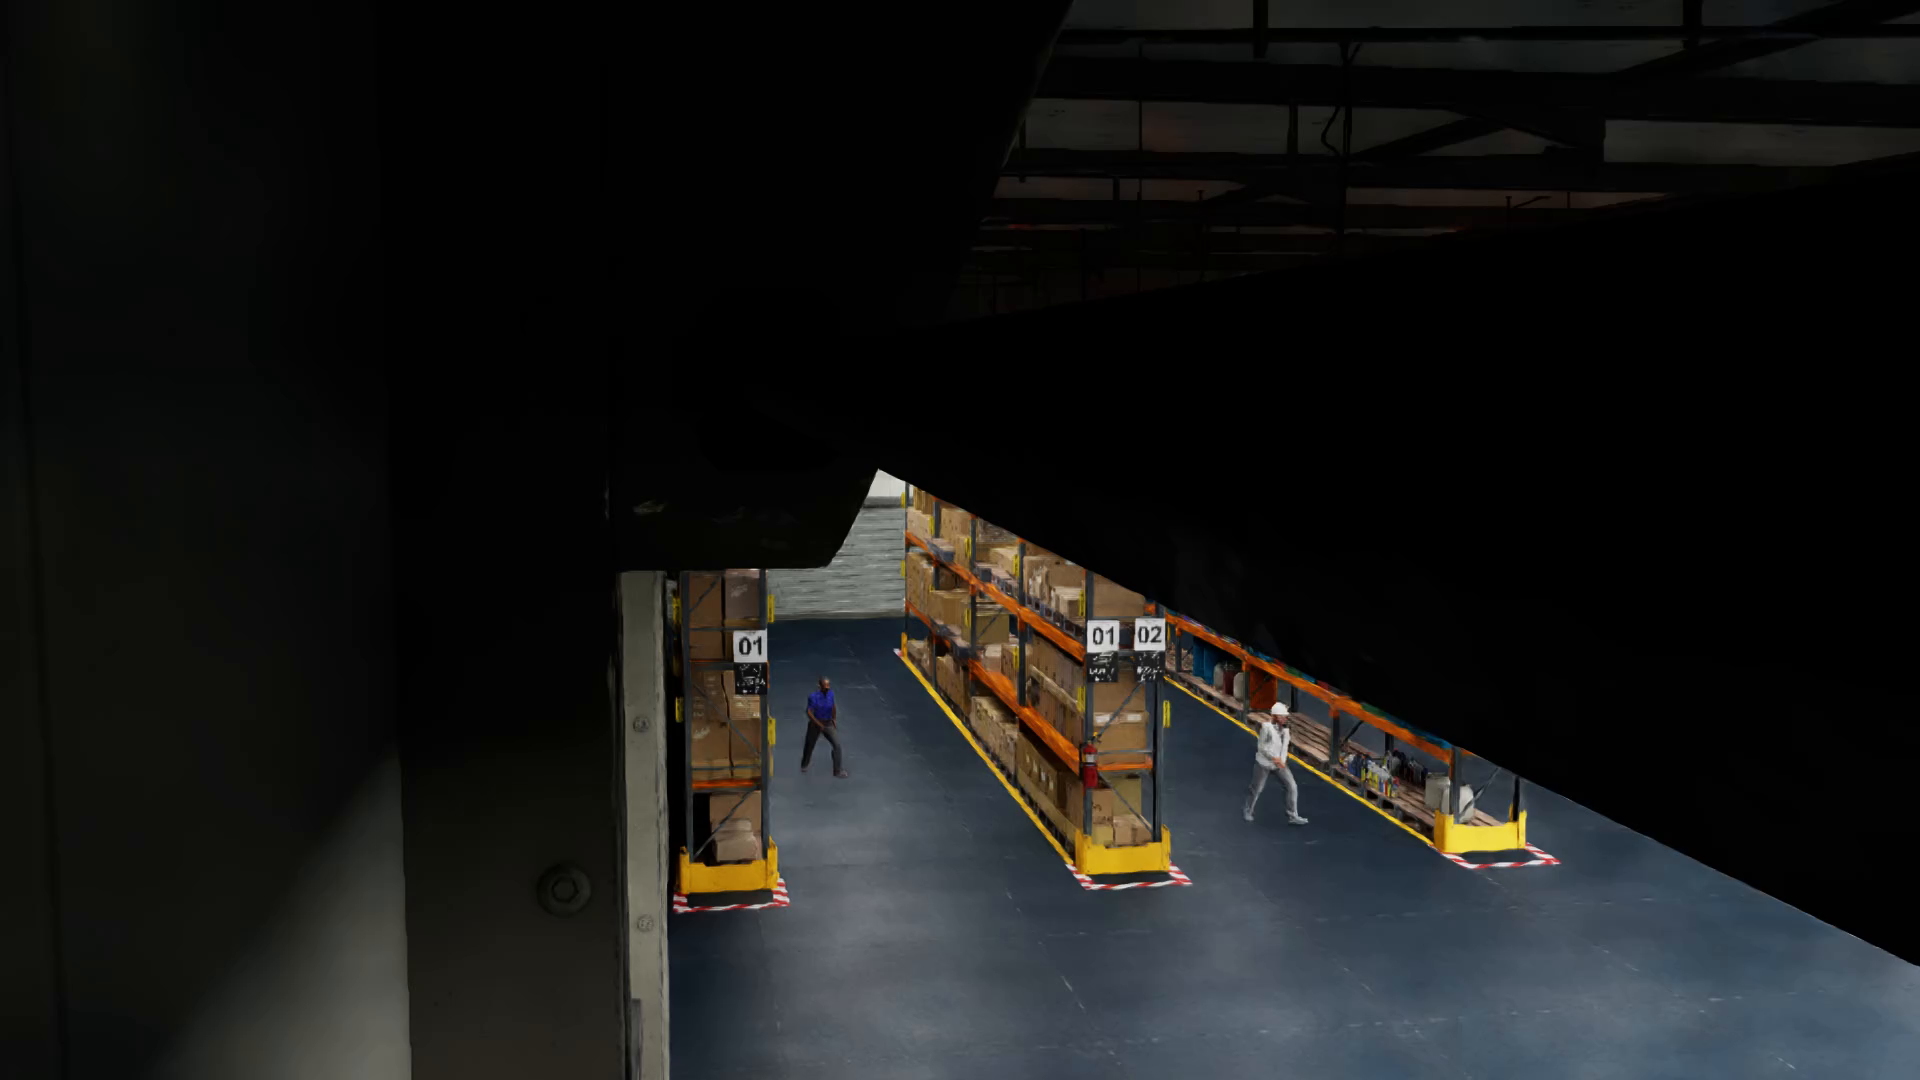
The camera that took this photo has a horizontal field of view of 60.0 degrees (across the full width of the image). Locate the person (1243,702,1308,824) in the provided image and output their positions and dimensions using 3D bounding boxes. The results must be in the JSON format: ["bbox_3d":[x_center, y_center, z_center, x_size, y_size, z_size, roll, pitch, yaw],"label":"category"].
[{"bbox_3d":[4.348,3.077,23.113,0.688,1.710,0.825,-3,7,-27],"label":"person"}]

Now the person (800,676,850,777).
[{"bbox_3d":[-2.134,2.860,25.782,0.621,1.588,0.828,-3,7,-27],"label":"person"}]
